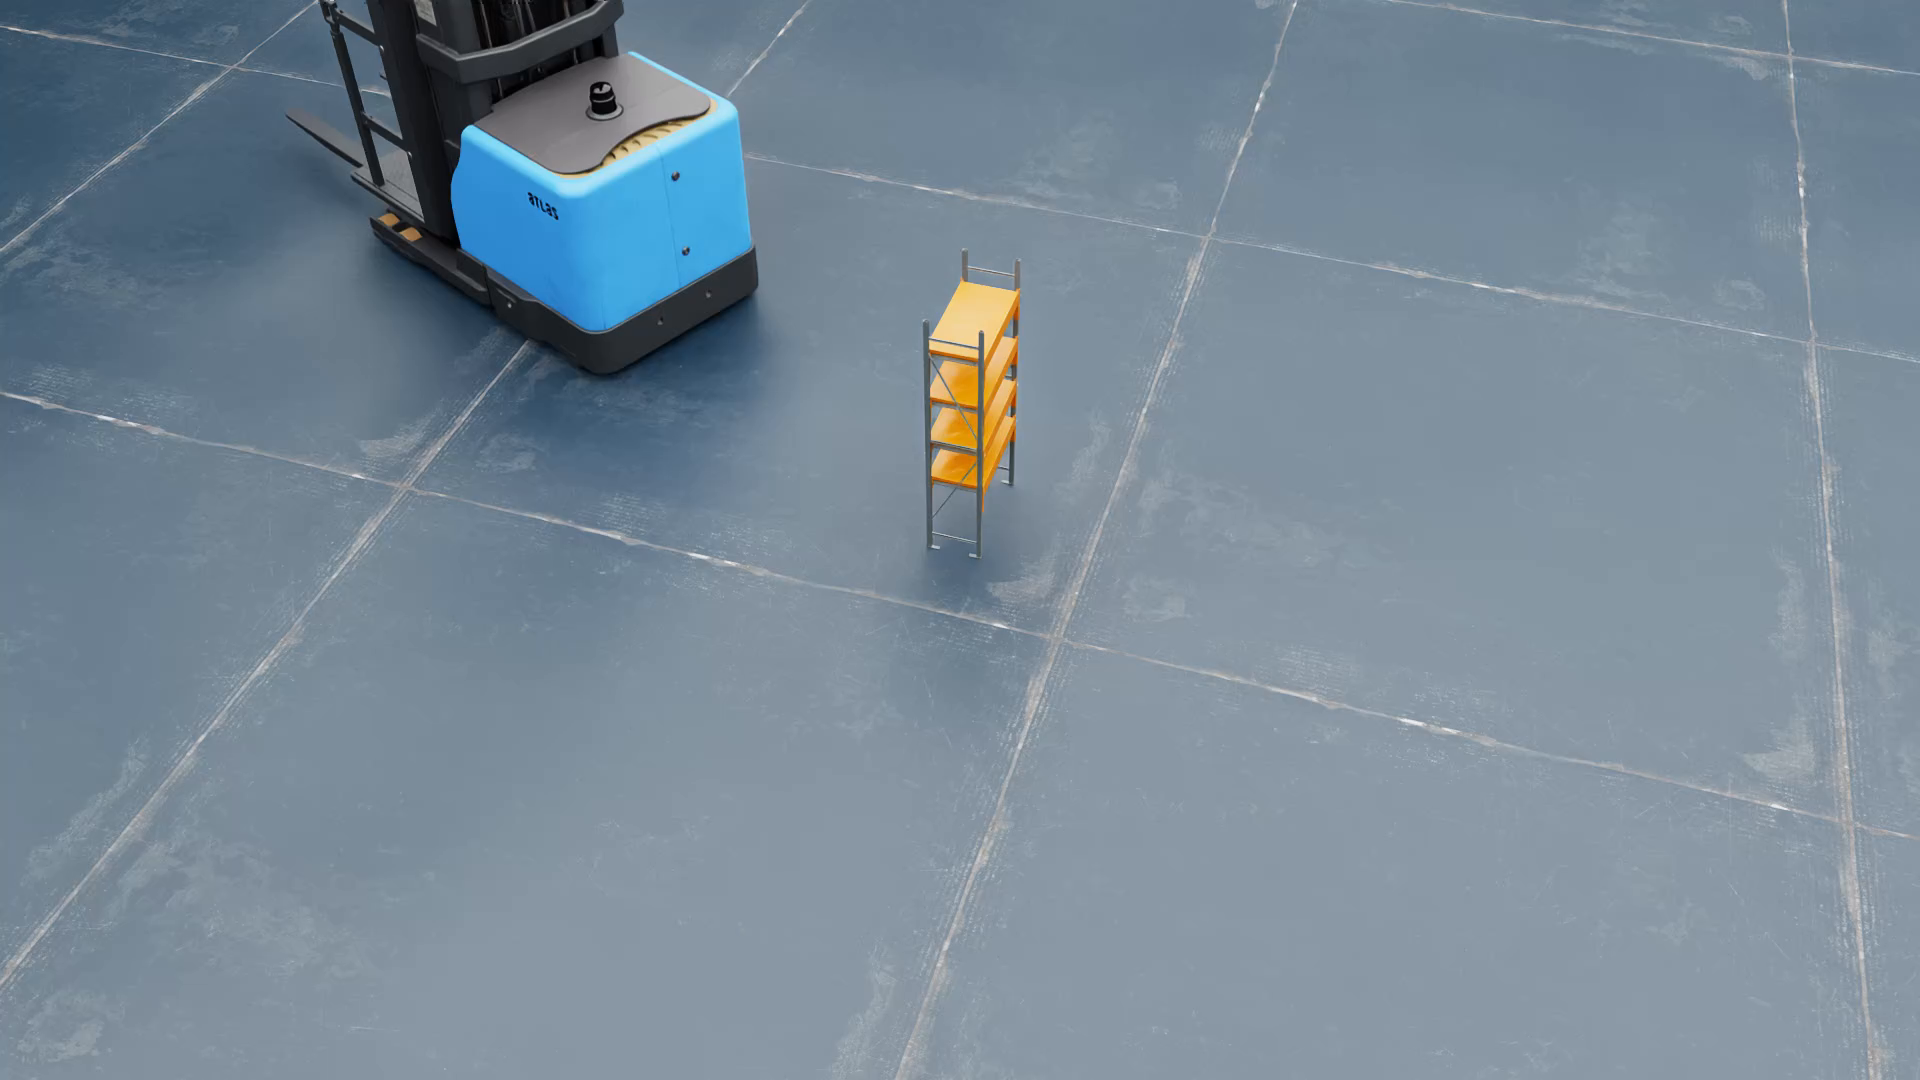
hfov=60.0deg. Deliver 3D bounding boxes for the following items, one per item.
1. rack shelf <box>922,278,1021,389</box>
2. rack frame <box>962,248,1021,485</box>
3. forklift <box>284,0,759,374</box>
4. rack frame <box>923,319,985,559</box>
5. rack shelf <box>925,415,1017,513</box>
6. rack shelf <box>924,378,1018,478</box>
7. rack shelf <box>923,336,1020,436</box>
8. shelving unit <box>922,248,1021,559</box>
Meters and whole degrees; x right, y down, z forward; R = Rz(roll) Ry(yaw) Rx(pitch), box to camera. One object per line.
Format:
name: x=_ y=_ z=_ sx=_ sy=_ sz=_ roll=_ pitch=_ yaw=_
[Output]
rack shelf: x=0.050 y=-0.820 z=6.567 sx=0.258 sy=0.148 sz=0.480 roll=13 pitch=46 yaw=12
rack frame: x=0.124 y=-0.702 z=7.008 sx=0.240 sy=1.200 sz=0.015 roll=13 pitch=46 yaw=12
forklift: x=-2.435 y=-2.737 z=7.851 sx=3.031 sy=2.935 sz=1.130 roll=33 pitch=53 yaw=29
rack frame: x=-0.024 y=-0.377 z=6.676 sx=0.240 sy=1.200 sz=0.015 roll=13 pitch=46 yaw=12
rack shelf: x=0.050 y=-0.349 z=7.028 sx=0.258 sy=0.148 sz=0.480 roll=13 pitch=46 yaw=12
rack shelf: x=0.050 y=-0.491 z=6.889 sx=0.258 sy=0.148 sz=0.480 roll=13 pitch=46 yaw=12
rack shelf: x=0.050 y=-0.651 z=6.733 sx=0.258 sy=0.148 sz=0.480 roll=13 pitch=46 yaw=12
shelving unit: x=0.050 y=-0.539 z=6.842 sx=0.258 sy=1.200 sz=0.503 roll=13 pitch=46 yaw=12
